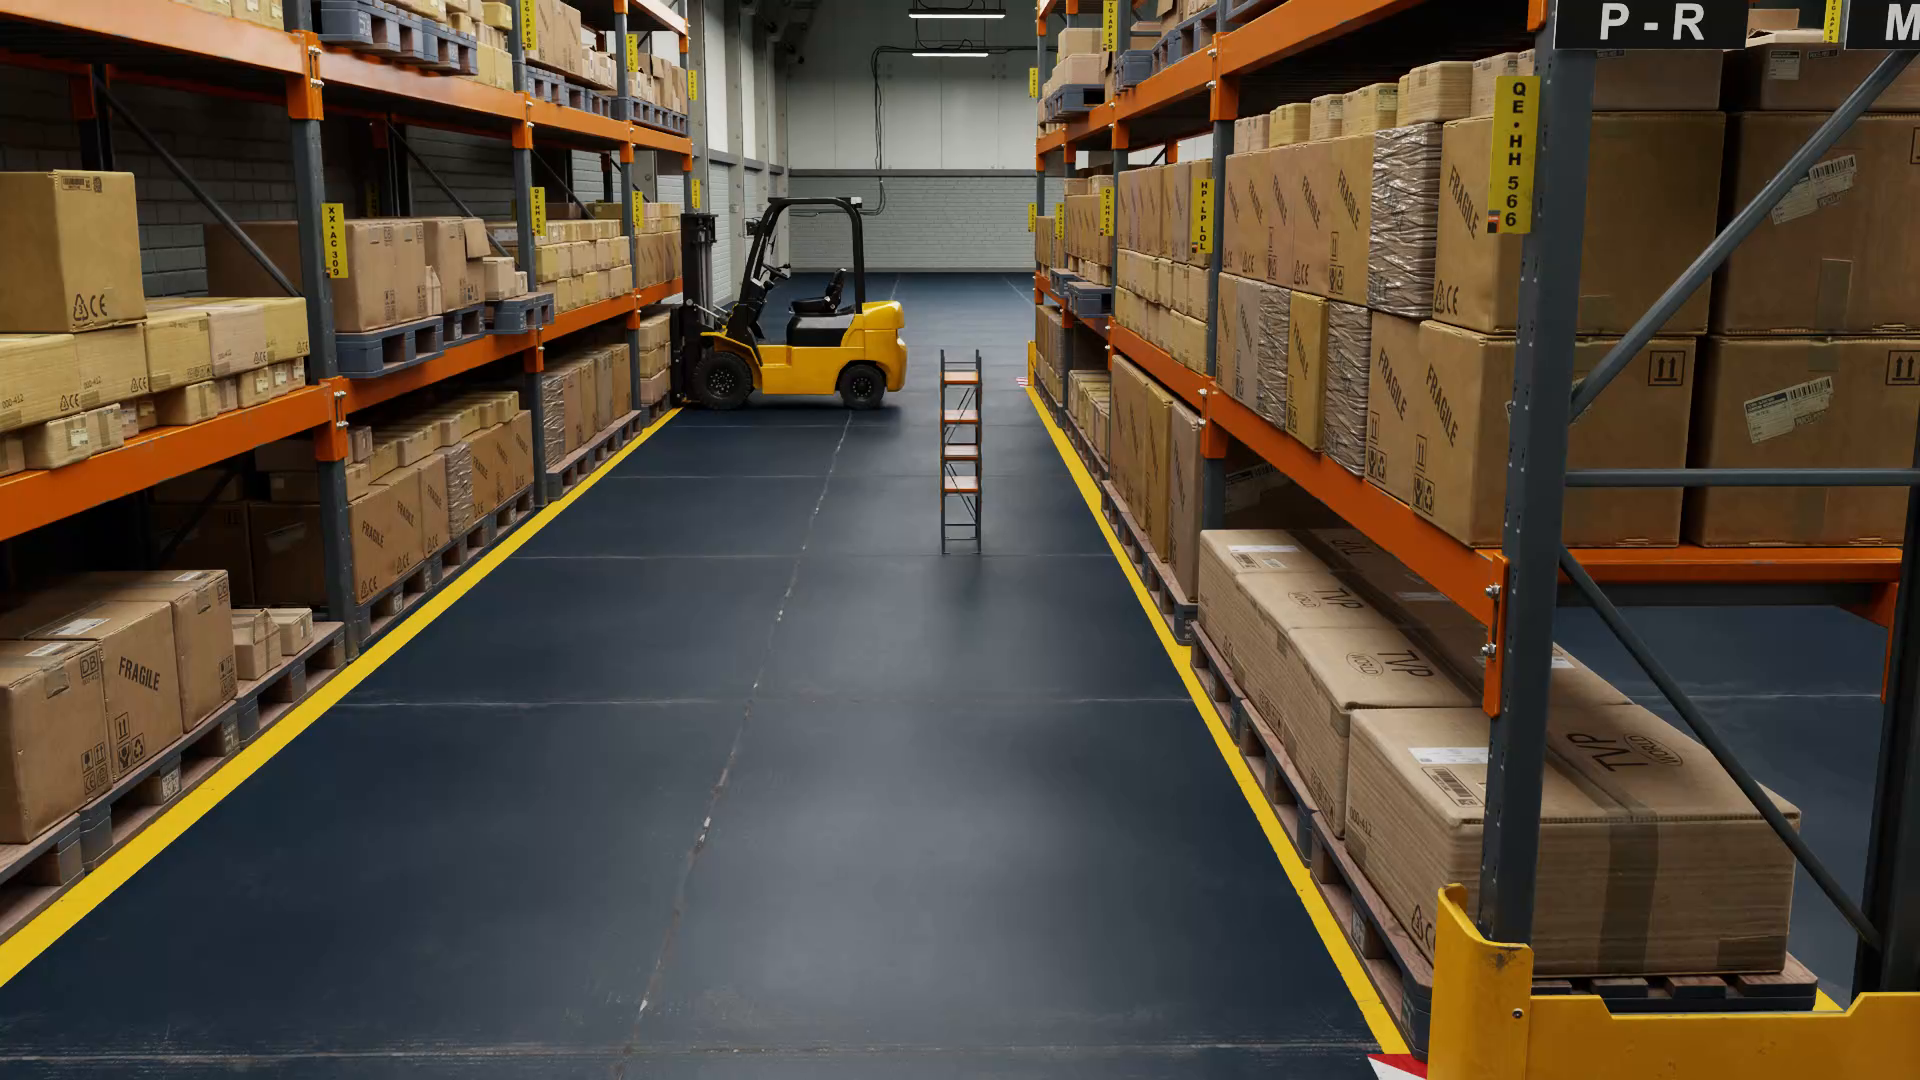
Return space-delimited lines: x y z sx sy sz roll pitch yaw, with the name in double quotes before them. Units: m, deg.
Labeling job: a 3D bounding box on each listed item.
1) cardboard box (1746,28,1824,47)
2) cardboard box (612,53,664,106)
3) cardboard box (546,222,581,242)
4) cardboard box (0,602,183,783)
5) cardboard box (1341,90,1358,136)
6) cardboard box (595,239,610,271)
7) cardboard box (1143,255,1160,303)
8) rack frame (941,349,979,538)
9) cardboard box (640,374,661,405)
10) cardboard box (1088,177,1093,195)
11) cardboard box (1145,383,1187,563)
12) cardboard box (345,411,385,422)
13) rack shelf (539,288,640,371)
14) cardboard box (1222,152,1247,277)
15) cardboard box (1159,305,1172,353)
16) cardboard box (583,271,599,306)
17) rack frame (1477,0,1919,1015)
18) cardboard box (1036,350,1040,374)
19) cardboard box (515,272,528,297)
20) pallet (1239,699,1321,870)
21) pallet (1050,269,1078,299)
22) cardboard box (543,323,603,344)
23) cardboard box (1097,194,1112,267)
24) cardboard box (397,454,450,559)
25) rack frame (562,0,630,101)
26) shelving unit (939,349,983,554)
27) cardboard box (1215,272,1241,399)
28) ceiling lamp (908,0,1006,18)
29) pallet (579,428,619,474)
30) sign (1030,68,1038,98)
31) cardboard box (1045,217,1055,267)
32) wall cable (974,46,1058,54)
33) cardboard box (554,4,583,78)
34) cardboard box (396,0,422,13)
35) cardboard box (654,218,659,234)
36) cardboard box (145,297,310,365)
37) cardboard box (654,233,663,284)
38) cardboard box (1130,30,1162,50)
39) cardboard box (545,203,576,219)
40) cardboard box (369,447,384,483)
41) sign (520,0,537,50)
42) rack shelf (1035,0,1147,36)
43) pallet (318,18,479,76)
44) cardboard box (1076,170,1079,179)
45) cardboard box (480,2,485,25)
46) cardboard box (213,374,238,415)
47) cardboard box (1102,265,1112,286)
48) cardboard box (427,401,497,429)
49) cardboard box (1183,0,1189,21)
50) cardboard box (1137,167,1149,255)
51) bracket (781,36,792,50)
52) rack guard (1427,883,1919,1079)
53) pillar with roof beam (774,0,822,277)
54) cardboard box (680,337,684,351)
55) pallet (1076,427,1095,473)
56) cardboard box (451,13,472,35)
"cardboard box" 6.176 -3.648 12.368 0.500 0.311 0.500 0 11 -1
"cardboard box" -3.429 -4.657 16.858 0.797 0.503 0.637 0 11 1
"cardboard box" -3.161 -2.387 12.896 0.380 0.149 0.250 0 11 0
"cardboard box" -3.054 0.513 5.715 0.500 0.500 0.500 0 11 0
"cardboard box" 1.441 -1.363 5.334 0.380 0.149 0.250 0 11 1
"cardboard box" -3.206 -2.365 13.791 0.500 0.250 0.500 0 11 0
"cardboard box" 1.320 -1.487 9.463 0.500 0.250 0.500 0 11 0
"rack frame" -0.002 -0.604 10.517 0.240 1.200 0.015 0 11 -1
"cardboard box" -3.173 -1.450 16.019 0.500 0.250 0.500 0 11 -1
"cardboard box" 1.250 -2.923 13.735 0.380 0.149 0.250 0 11 2
"cardboard box" 1.515 -0.392 9.233 0.875 0.875 0.875 0 11 0
"cardboard box" -3.682 -0.684 9.987 0.380 0.149 0.250 0 11 -2
"rack shelf" -3.453 -1.744 13.419 1.077 0.370 4.000 0 11 -1
"cardboard box" 1.402 -1.368 6.992 0.500 0.500 0.500 0 11 -1
"cardboard box" 1.372 -1.141 9.016 0.500 0.250 0.500 -1 11 -3
"cardboard box" -3.208 -2.020 13.348 0.500 0.250 0.500 0 11 1
"rack frame" 1.713 -0.130 3.653 0.949 2.616 0.053 0 11 -1
"cardboard box" 1.126 -2.007 18.766 0.500 0.250 0.500 0 11 -2
"cardboard box" -3.014 -1.652 10.735 0.380 0.149 0.250 0 11 0
"pallet" 1.599 0.837 5.905 1.003 0.211 1.213 0 11 -1
"pallet" 1.339 -2.268 14.678 1.003 0.211 1.213 0 11 -1
"cardboard box" -3.698 -1.939 15.917 0.500 0.250 0.500 0 11 0
"cardboard box" 1.264 -2.210 11.850 0.500 0.500 0.500 -1 11 -3
"cardboard box" -3.141 -0.186 9.164 0.500 0.500 0.500 -1 11 -3
"rack frame" -3.494 -5.434 14.711 1.000 3.000 0.127 0 11 -1
"shelving unit" 0.003 -0.555 10.278 0.258 1.200 0.503 0 11 -1
"cardboard box" 1.382 -0.879 7.098 0.500 0.500 0.500 0 11 1
"ceiling lamp" -0.067 -12.352 34.128 2.000 3.185 0.800 0 11 -1
"pallet" -3.412 -0.738 13.665 1.003 0.211 1.213 0 11 -1
"sign" 0.843 -5.206 18.934 0.100 0.325 0.005 0 11 -1
"cardboard box" 1.163 -3.104 17.316 0.500 0.500 0.500 0 11 -2
"wall cable" 1.977 -15.848 49.709 3.097 2.526 0.112 0 11 -1
"cardboard box" -3.204 -3.820 12.740 0.500 0.500 0.500 0 11 0
"cardboard box" -2.961 -2.769 8.445 0.380 0.149 0.250 0 11 -2
"cardboard box" -3.213 -3.130 16.559 0.380 0.149 0.250 0 11 -2
"cardboard box" -3.074 -0.876 6.960 0.500 0.250 0.500 0 11 0
"cardboard box" -3.281 -2.836 16.743 0.500 0.500 0.500 0 11 -2
"cardboard box" 1.542 -3.427 12.113 0.700 0.500 0.500 0 11 -1
"cardboard box" -3.803 -3.069 15.510 0.380 0.149 0.250 0 11 -1
"cardboard box" -3.170 -0.380 8.489 0.380 0.149 0.250 -1 11 -4
"sign" -2.869 -3.424 11.047 0.100 0.325 0.005 0 11 -1
"rack shelf" 1.427 -5.498 16.846 1.077 0.370 4.000 0 11 -1
"pallet" -3.297 -2.618 8.845 1.213 0.211 1.003 0 11 -1
"cardboard box" 1.618 -3.794 18.199 0.700 0.500 0.500 0 11 -1
"cardboard box" -3.209 -3.317 10.444 0.380 0.149 0.250 -1 11 -3
"cardboard box" -3.035 -0.563 6.420 0.380 0.149 0.250 0 11 0
"cardboard box" 1.231 -1.920 12.053 0.380 0.149 0.250 0 11 0
"cardboard box" -3.150 -0.794 10.525 0.380 0.149 0.250 -1 11 -3
"cardboard box" 1.762 -3.249 10.176 0.700 0.500 0.500 -1 11 -4
"cardboard box" 1.332 -1.958 9.901 0.500 0.500 0.500 0 11 0
"bracket" -4.667 -13.221 44.042 0.076 0.066 4.783 0 11 -1
"rack guard" 1.717 1.100 3.878 1.175 0.500 0.348 0 11 -1
"pillar with roof beam" -0.779 -12.068 47.411 9.100 9.000 0.548 0 11 -1
"cardboard box" -3.223 -2.094 17.941 0.500 0.250 0.500 0 11 -2
"pallet" 1.514 -0.750 13.727 1.003 0.211 1.213 0 11 -1
"cardboard box" -3.149 -3.068 9.967 0.380 0.149 0.250 0 11 -1
